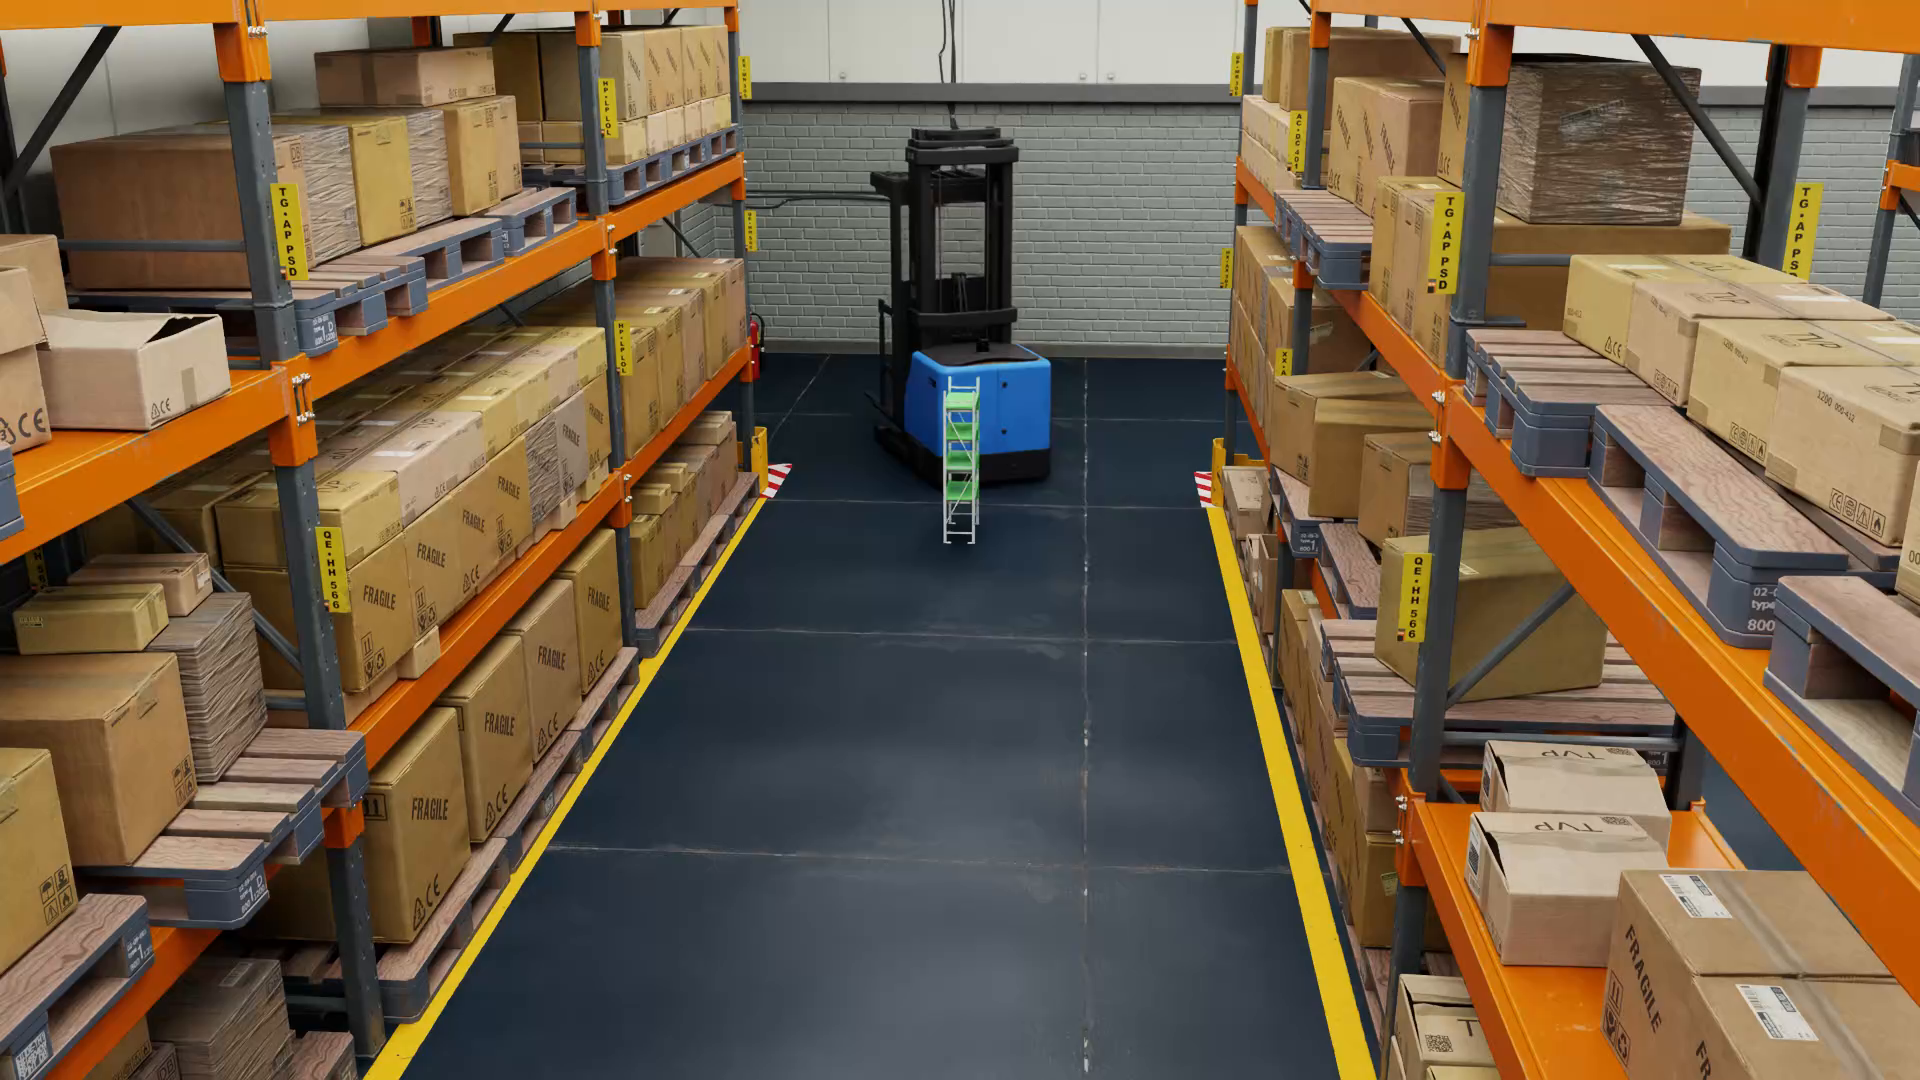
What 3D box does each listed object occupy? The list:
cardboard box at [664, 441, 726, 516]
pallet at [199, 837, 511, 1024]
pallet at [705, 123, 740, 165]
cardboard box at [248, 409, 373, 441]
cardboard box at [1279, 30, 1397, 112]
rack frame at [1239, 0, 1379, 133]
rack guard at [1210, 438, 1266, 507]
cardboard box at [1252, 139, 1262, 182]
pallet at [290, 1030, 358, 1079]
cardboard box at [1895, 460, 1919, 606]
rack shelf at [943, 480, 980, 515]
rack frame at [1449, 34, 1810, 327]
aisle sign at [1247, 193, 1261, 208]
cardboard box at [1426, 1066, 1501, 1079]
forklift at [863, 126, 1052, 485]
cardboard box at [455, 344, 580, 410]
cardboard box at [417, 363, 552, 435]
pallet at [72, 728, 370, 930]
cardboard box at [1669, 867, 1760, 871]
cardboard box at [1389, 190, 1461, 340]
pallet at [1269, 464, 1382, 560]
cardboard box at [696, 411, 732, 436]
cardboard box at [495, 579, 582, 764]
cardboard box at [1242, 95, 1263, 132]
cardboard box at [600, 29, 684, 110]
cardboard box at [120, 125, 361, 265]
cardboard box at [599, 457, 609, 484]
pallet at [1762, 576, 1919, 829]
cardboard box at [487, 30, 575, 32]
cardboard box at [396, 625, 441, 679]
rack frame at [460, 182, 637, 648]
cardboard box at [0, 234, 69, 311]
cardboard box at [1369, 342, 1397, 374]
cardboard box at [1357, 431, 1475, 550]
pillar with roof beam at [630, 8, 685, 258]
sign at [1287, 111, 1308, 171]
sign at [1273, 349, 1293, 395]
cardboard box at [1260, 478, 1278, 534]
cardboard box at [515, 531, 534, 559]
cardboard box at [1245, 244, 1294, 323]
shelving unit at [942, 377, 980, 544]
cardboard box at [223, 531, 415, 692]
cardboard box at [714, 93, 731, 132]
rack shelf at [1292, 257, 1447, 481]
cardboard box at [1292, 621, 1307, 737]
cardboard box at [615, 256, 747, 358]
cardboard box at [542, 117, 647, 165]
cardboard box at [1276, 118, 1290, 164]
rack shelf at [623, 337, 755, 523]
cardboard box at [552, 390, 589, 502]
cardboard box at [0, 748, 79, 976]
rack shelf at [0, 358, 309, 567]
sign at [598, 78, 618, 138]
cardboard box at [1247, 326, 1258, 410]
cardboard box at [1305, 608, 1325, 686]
[{"bbox_3d":[-2.235,-0.508,12.997,0.700,0.500,0.500,1,18,4],"label":"cardboard box"},{"bbox_3d":[-2.690,1.695,7.411,1.003,0.211,1.213,1,18,4],"label":"pallet"},{"bbox_3d":[-2.291,-3.024,12.660,1.003,0.211,1.213,1,18,4],"label":"pallet"},{"bbox_3d":[-2.967,-0.408,7.477,0.500,0.250,0.500,1,18,3],"label":"cardboard box"},{"bbox_3d":[2.494,-3.086,10.940,0.700,0.500,0.500,1,18,4],"label":"cardboard box"},{"bbox_3d":[2.693,-4.613,12.549,1.000,3.000,0.127,1,18,4],"label":"rack frame"},{"bbox_3d":[2.687,-0.551,13.801,1.175,0.500,0.348,1,18,4],"label":"rack guard"},{"bbox_3d":[2.319,-2.652,11.623,0.500,0.250,0.500,1,18,4],"label":"cardboard box"},{"bbox_3d":[-2.879,2.181,5.928,1.003,0.211,1.213,1,18,4],"label":"pallet"},{"bbox_3d":[1.923,0.049,2.704,0.500,0.250,0.500,0,18,-1],"label":"cardboard box"},{"bbox_3d":[0.012,-0.333,12.988,0.258,0.148,0.480,1,18,4],"label":"rack shelf"},{"bbox_3d":[2.119,-2.128,4.966,1.000,3.000,0.127,1,18,4],"label":"rack frame"},{"bbox_3d":[2.405,-3.025,13.163,0.394,0.787,0.004,1,18,4],"label":"aisle sign"},{"bbox_3d":[1.760,1.883,5.201,0.500,0.311,0.500,1,18,3],"label":"cardboard box"},{"bbox_3d":[-0.166,-2.280,15.174,1.130,2.935,3.031,-6,19,-18],"label":"forklift"},{"bbox_3d":[-2.360,-0.875,8.900,0.500,0.250,0.500,2,18,5],"label":"cardboard box"},{"bbox_3d":[-2.396,-0.716,8.417,0.500,0.250,0.500,2,18,5],"label":"cardboard box"},{"bbox_3d":[-2.767,0.928,5.582,1.213,0.211,1.003,1,18,4],"label":"pallet"},{"bbox_3d":[2.330,1.127,5.068,0.380,0.149,0.250,1,18,4],"label":"cardboard box"},{"bbox_3d":[2.154,-1.045,6.317,0.910,0.500,0.500,1,18,4],"label":"cardboard box"},{"bbox_3d":[2.240,-0.183,8.972,1.003,0.211,1.213,1,18,4],"label":"pallet"},{"bbox_3d":[-2.026,-0.928,13.236,0.380,0.149,0.250,1,18,3],"label":"cardboard box"},{"bbox_3d":[-2.513,0.674,8.828,0.750,0.750,0.750,2,18,6],"label":"cardboard box"},{"bbox_3d":[2.396,-3.200,12.493,0.500,0.250,0.500,1,18,4],"label":"cardboard box"},{"bbox_3d":[-2.144,-3.115,10.997,0.500,0.500,0.500,1,18,4],"label":"cardboard box"},{"bbox_3d":[-2.859,-1.386,6.653,0.700,0.500,0.500,0,18,1],"label":"cardboard box"},{"bbox_3d":[-2.277,-0.408,9.722,0.380,0.149,0.250,1,18,4],"label":"cardboard box"},{"bbox_3d":[1.883,0.356,2.509,0.805,0.209,1.217,1,18,2],"label":"pallet"},{"bbox_3d":[-2.681,-2.969,10.552,0.500,0.500,0.500,1,18,2],"label":"cardboard box"},{"bbox_3d":[-2.437,0.467,7.051,0.380,0.149,0.250,2,18,6],"label":"cardboard box"},{"bbox_3d":[-2.535,-0.629,10.026,1.000,3.000,0.127,1,18,4],"label":"rack frame"},{"bbox_3d":[-3.103,-0.651,5.082,0.500,0.500,0.500,1,18,4],"label":"cardboard box"},{"bbox_3d":[2.721,-1.182,9.948,0.500,0.500,0.500,2,18,5],"label":"cardboard box"},{"bbox_3d":[2.341,-0.217,7.932,0.700,0.500,0.500,-3,18,-10],"label":"cardboard box"},{"bbox_3d":[1.376,-5.484,15.208,9.100,9.000,0.400,1,18,4],"label":"pillar with roof beam"},{"bbox_3d":[1.864,-2.201,9.174,0.100,0.325,0.005,1,18,4],"label":"sign"},{"bbox_3d":[1.864,-0.941,9.587,0.100,0.325,0.005,1,18,4],"label":"sign"},{"bbox_3d":[2.536,-0.126,11.793,0.797,0.503,0.637,1,18,4],"label":"cardboard box"},{"bbox_3d":[-2.412,-0.014,8.521,0.380,0.149,0.250,1,18,2],"label":"cardboard box"},{"bbox_3d":[2.327,-1.835,11.940,0.500,0.500,0.500,2,18,5],"label":"cardboard box"},{"bbox_3d":[0.012,-0.622,12.893,0.258,1.200,0.503,1,18,4],"label":"shelving unit"},{"bbox_3d":[-2.532,0.270,6.613,0.500,0.500,0.500,2,18,6],"label":"cardboard box"},{"bbox_3d":[-2.036,-3.239,12.580,0.500,0.250,0.500,2,18,6],"label":"cardboard box"},{"bbox_3d":[2.263,-0.982,7.441,1.077,0.370,4.000,1,18,4],"label":"rack shelf"},{"bbox_3d":[2.101,0.770,9.064,0.500,0.500,0.500,2,18,5],"label":"cardboard box"},{"bbox_3d":[-2.275,-1.855,13.287,0.980,0.700,0.700,2,18,6],"label":"cardboard box"},{"bbox_3d":[-2.223,-2.439,10.138,0.500,0.250,0.500,1,18,4],"label":"cardboard box"},{"bbox_3d":[2.209,-2.424,10.124,0.500,0.250,0.500,1,18,4],"label":"cardboard box"},{"bbox_3d":[-2.392,-0.908,12.034,1.077,0.370,4.000,1,18,4],"label":"rack shelf"},{"bbox_3d":[-2.344,-0.520,9.022,0.500,0.500,0.500,1,18,4],"label":"cardboard box"},{"bbox_3d":[-2.913,0.890,4.522,0.700,0.500,0.500,1,18,4],"label":"cardboard box"},{"bbox_3d":[-2.965,0.151,3.984,1.077,0.370,4.000,1,18,4],"label":"rack shelf"},{"bbox_3d":[-1.993,-2.441,9.402,0.100,0.325,0.005,1,18,4],"label":"sign"},{"bbox_3d":[2.290,-1.206,11.627,0.500,0.500,0.500,2,18,5],"label":"cardboard box"},{"bbox_3d":[2.057,0.558,8.506,0.500,0.250,0.500,1,18,4],"label":"cardboard box"}]
